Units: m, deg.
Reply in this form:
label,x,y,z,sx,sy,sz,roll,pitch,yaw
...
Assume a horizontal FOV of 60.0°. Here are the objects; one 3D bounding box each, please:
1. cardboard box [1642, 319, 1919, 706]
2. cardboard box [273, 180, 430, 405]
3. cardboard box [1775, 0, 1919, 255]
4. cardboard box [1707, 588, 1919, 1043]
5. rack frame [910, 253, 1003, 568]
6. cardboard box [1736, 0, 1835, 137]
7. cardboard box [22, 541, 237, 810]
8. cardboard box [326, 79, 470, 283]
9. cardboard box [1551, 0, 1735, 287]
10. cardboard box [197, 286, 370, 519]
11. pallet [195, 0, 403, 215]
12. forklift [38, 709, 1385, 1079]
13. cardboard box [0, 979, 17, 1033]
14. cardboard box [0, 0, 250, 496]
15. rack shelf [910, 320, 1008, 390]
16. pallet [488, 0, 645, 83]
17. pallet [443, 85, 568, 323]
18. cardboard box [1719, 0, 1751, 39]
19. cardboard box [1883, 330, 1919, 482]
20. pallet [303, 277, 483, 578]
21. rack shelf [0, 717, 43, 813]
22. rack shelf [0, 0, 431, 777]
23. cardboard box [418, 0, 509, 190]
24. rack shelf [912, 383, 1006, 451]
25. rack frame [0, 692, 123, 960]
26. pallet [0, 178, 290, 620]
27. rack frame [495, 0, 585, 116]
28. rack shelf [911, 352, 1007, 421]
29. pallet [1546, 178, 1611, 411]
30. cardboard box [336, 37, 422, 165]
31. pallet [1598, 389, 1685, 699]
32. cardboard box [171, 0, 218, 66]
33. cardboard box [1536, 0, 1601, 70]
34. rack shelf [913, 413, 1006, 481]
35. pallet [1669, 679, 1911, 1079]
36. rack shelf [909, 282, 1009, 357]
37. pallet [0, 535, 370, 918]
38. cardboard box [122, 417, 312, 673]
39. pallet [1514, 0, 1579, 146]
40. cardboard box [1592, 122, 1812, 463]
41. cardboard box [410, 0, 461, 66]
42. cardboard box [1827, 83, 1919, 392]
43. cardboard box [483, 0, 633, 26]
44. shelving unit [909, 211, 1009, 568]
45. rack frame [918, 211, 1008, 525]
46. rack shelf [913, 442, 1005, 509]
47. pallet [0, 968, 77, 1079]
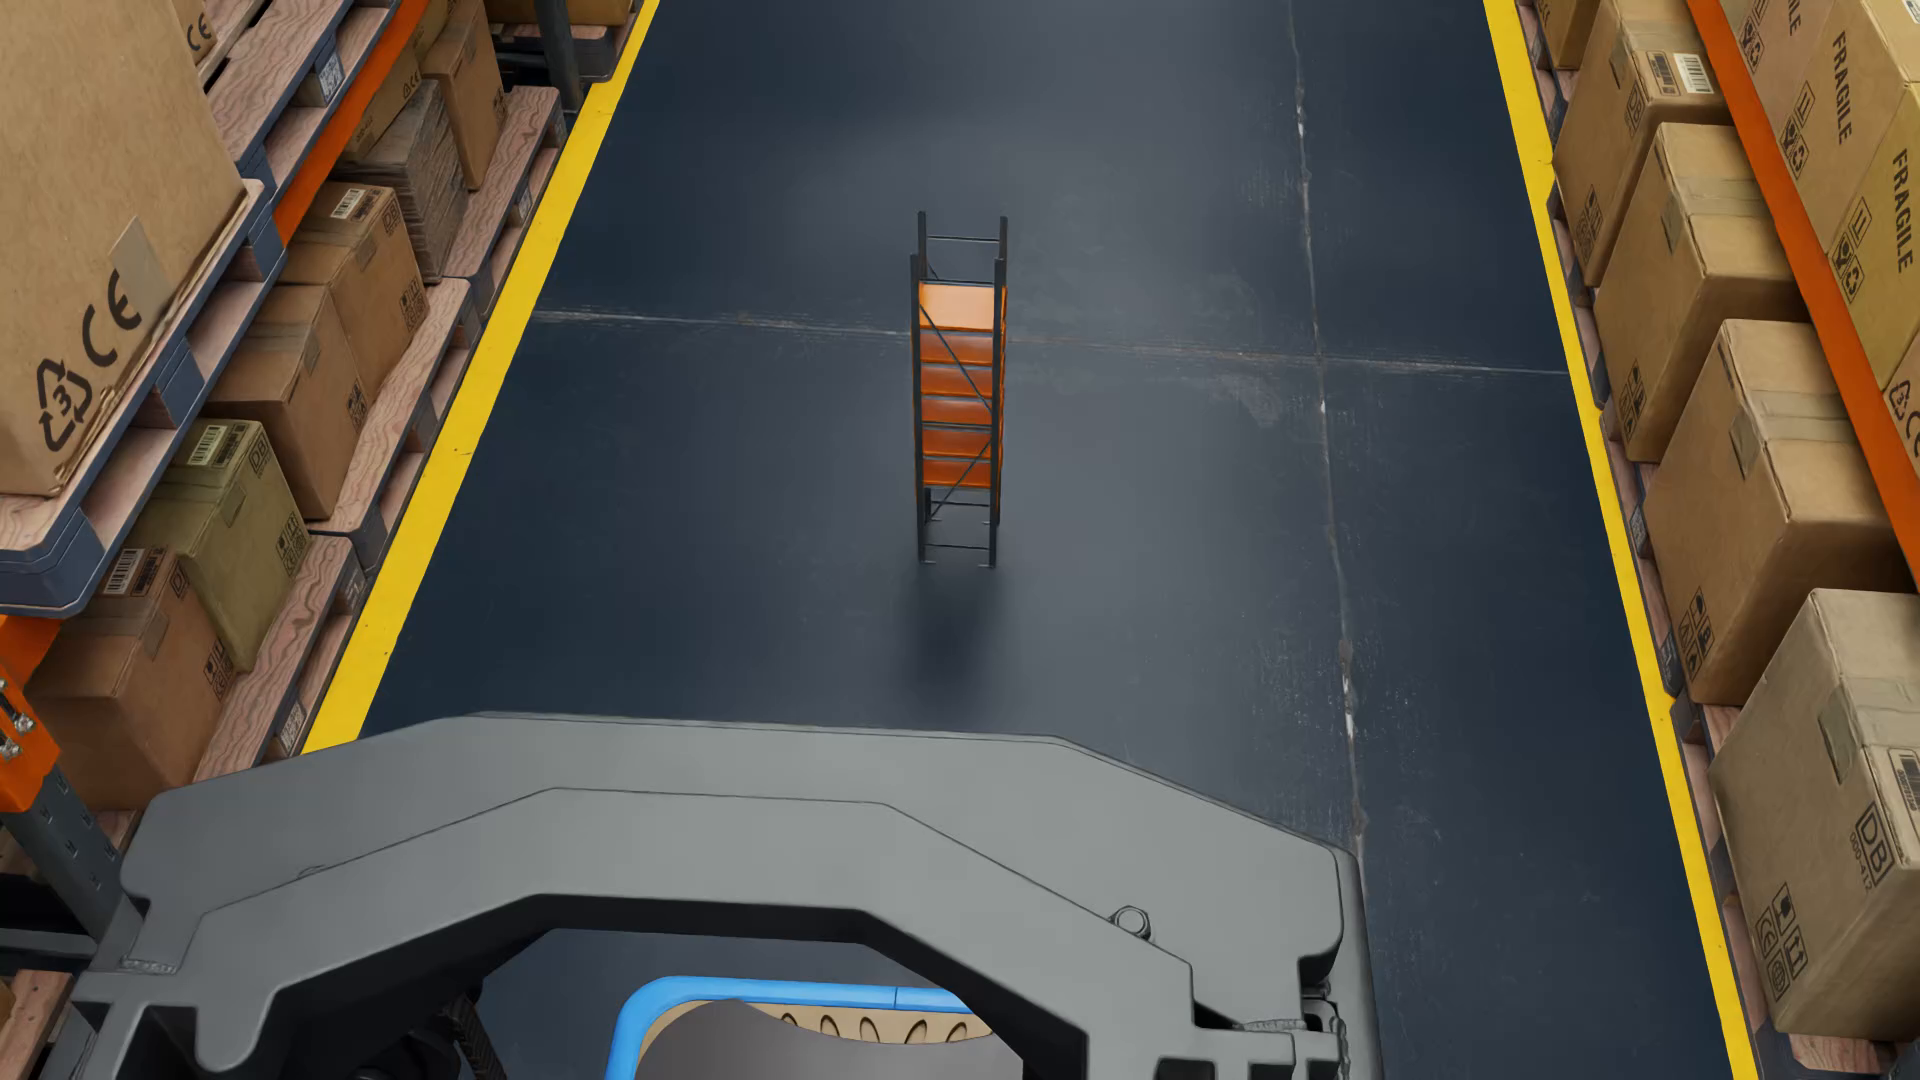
label,x,y,z,sx,sy,sz,roll,pitch,yaw
cardboard box,2.556,-0.043,4.497,1.050,0.750,0.750,4,48,4
cardboard box,-2.192,-0.823,5.366,0.700,0.500,0.500,7,48,7
cardboard box,2.415,-1.041,4.102,0.500,0.500,0.500,3,48,3
cardboard box,2.465,0.665,3.849,1.050,0.750,0.750,4,48,3
rack frame,-0.010,-0.327,4.736,0.240,1.200,0.006,4,48,4
cardboard box,2.463,-1.407,4.436,0.500,0.500,0.500,4,48,3
cardboard box,-2.355,0.347,4.295,0.700,0.500,0.500,1,48,1
cardboard box,-2.147,-1.240,5.747,0.700,0.500,0.500,0,48,0
cardboard box,2.717,-1.371,5.711,1.050,0.750,0.750,3,48,3
cardboard box,-2.242,-0.413,4.991,0.700,0.500,0.500,0,48,0
pallet,-2.207,-1.315,4.550,1.003,0.211,1.213,4,48,4
forklift,-0.200,1.646,1.758,1.130,2.935,3.031,2,48,2
cardboard box,-2.509,1.095,3.625,0.500,0.500,0.500,3,48,2
cardboard box,-2.221,-0.817,3.273,1.000,1.000,1.000,4,48,4
rack shelf,-0.001,-0.526,4.653,0.258,0.103,0.180,4,48,4
pallet,-1.921,-2.470,7.366,1.003,0.211,1.213,4,48,4
pallet,-2.140,-1.322,6.316,1.003,0.211,1.213,4,48,4
cardboard box,2.509,-1.778,4.775,0.500,0.500,0.500,3,48,3
cardboard box,2.325,-0.297,3.421,0.500,0.500,0.500,3,48,3
pallet,-2.254,-0.428,5.498,1.003,0.211,1.213,4,48,4
rack shelf,-2.615,1.815,2.045,1.077,0.370,4.000,4,48,4
rack shelf,-2.250,-1.125,4.734,1.077,0.370,4.000,4,48,4
cardboard box,-2.109,-1.648,6.121,0.700,0.500,0.500,2,48,1
rack shelf,-0.001,-0.364,4.830,0.258,0.103,0.180,4,48,4
rack frame,-2.432,0.102,3.124,1.000,3.000,0.127,4,48,4
pallet,-2.218,-0.385,3.699,1.003,0.211,1.213,4,48,4
rack frame,-2.068,-2.837,5.812,1.000,3.000,0.127,4,48,4
rack shelf,-0.001,-0.445,4.742,0.258,0.103,0.180,4,48,4
pallet,2.715,-0.914,5.943,1.003,0.211,1.213,4,48,4
cardboard box,-2.137,-1.510,5.486,0.500,0.250,0.500,9,48,8
pallet,2.602,-0.020,5.125,1.003,0.211,1.213,4,48,4
cardboard box,-2.366,-1.355,4.102,0.797,0.503,0.637,8,48,8
cardboard box,2.662,-2.229,6.665,0.500,0.500,0.500,4,48,3
rack shelf,-0.001,-0.283,4.919,0.258,0.103,0.180,4,48,4
pallet,2.493,0.879,4.303,1.003,0.211,1.213,4,48,4
rack shelf,-0.001,-0.607,4.565,0.258,0.103,0.180,4,48,4
pallet,-2.363,0.471,4.676,1.003,0.211,1.213,4,48,4
cardboard box,-2.293,-0.002,4.615,0.700,0.500,0.500,4,48,3
pallet,2.935,-2.062,6.993,1.003,0.211,1.213,4,48,4
cardboard box,2.641,-0.728,5.123,1.050,0.750,0.750,5,48,4
cardboard box,-2.099,-1.901,5.843,0.500,0.250,0.500,6,48,5
cardboard box,2.371,-0.668,3.760,0.500,0.500,0.500,4,48,4
cardboard box,-1.984,-2.768,6.904,1.225,0.875,0.875,2,48,2
shelving unit,-0.001,-0.394,4.798,0.258,1.200,0.189,4,48,4
rack frame,0.007,-0.462,4.859,0.240,1.200,0.006,4,48,4
rack shelf,-0.001,-0.202,5.007,0.258,0.103,0.180,4,48,4
pallet,-2.458,1.539,3.699,1.003,0.211,1.213,4,48,4
